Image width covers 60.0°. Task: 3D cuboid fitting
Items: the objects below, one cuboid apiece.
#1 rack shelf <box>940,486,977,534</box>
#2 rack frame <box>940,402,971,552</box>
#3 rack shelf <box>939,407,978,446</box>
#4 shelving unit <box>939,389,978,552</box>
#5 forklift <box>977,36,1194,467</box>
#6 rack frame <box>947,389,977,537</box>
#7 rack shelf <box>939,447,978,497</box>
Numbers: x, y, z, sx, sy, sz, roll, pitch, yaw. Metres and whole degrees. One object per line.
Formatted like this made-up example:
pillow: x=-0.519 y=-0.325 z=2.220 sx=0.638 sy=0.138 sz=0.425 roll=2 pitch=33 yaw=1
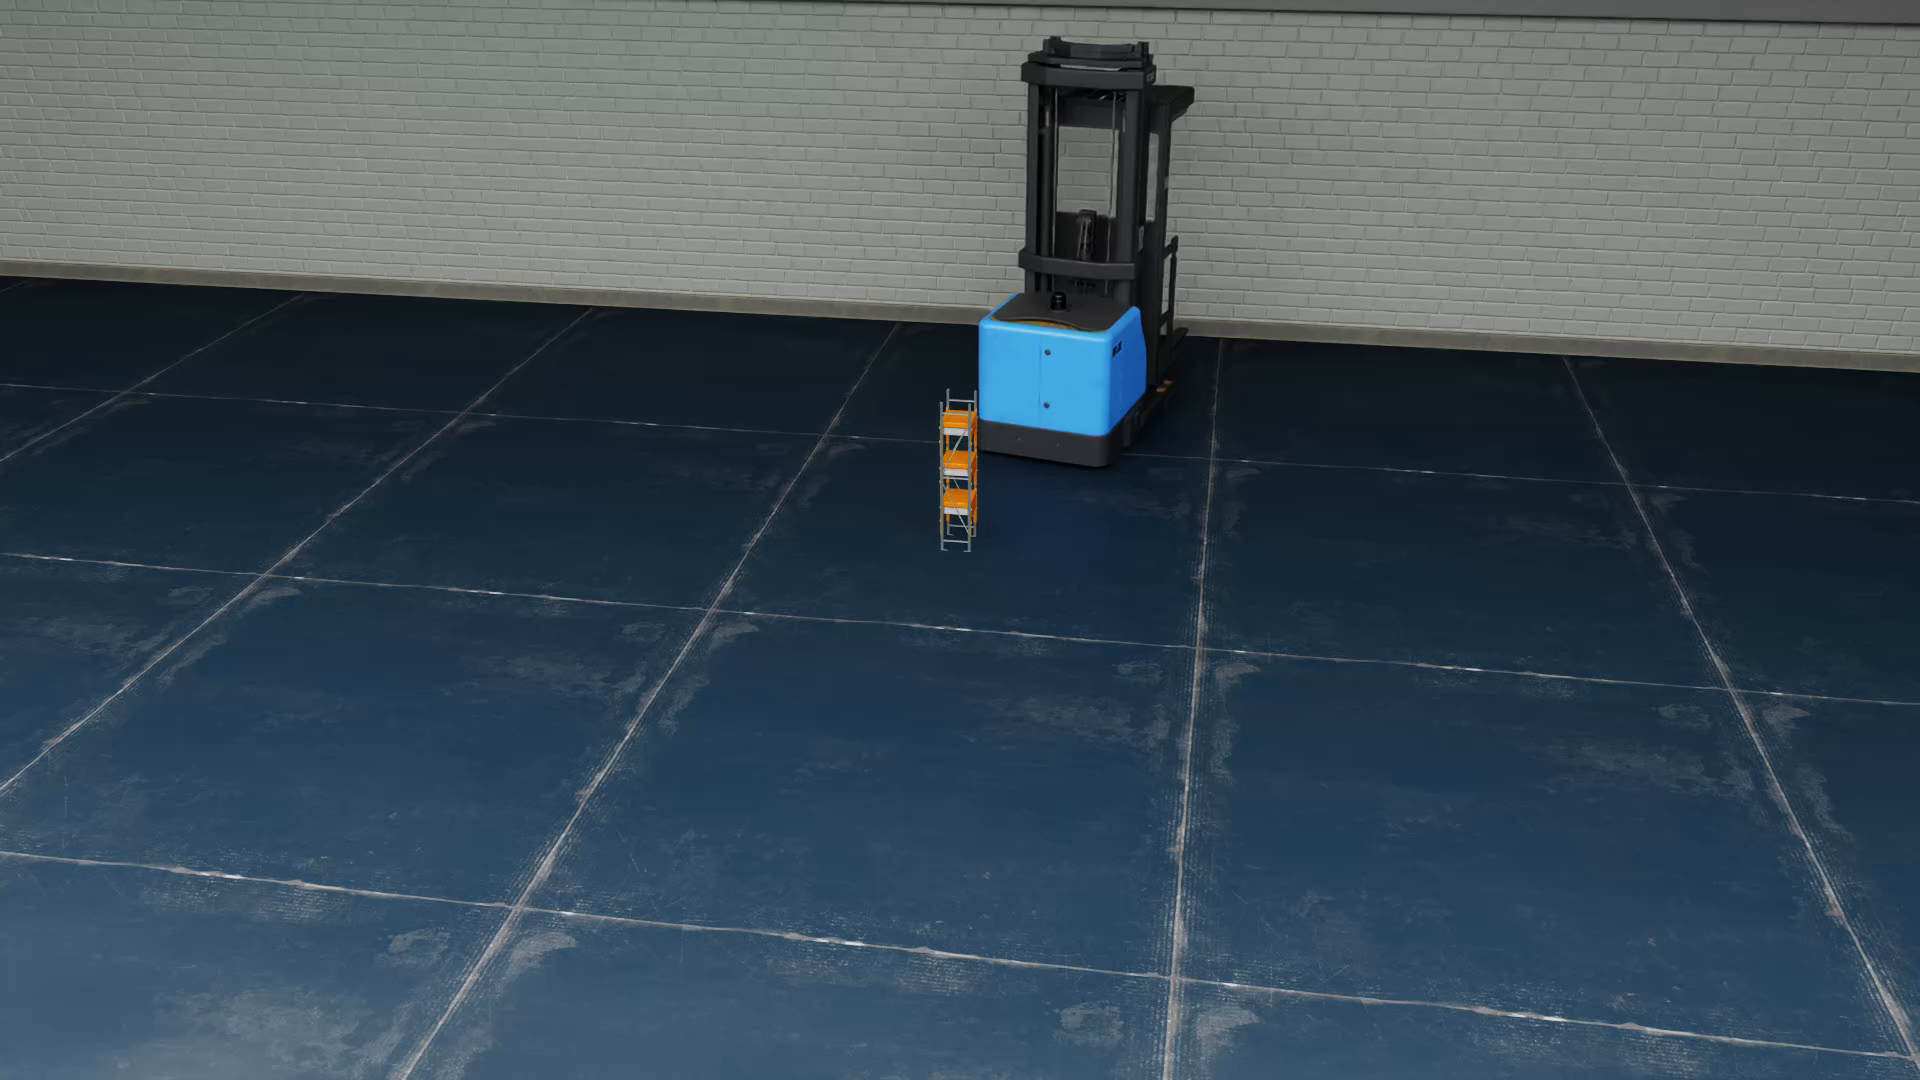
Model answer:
rack shelf: x=-0.009 y=-0.192 z=11.102 sx=0.215 sy=0.259 sz=0.240 roll=4 pitch=25 yaw=9
rack frame: x=-0.029 y=-0.402 z=10.871 sx=0.200 sy=1.050 sz=0.008 roll=4 pitch=25 yaw=9
rack shelf: x=-0.009 y=-0.701 z=10.864 sx=0.215 sy=0.259 sz=0.240 roll=4 pitch=25 yaw=9
shelving unit: x=-0.009 y=-0.453 z=10.980 sx=0.215 sy=1.050 sz=0.252 roll=4 pitch=25 yaw=9
forklift: x=1.143 y=-2.464 z=13.056 sx=1.130 sy=2.935 sz=3.031 roll=10 pitch=27 yaw=20
rack frame: x=0.011 y=-0.504 z=11.089 sx=0.200 sy=1.050 sz=0.008 roll=4 pitch=25 yaw=9
rack shelf: x=-0.009 y=-0.444 z=10.984 sx=0.215 sy=0.259 sz=0.240 roll=4 pitch=25 yaw=9
